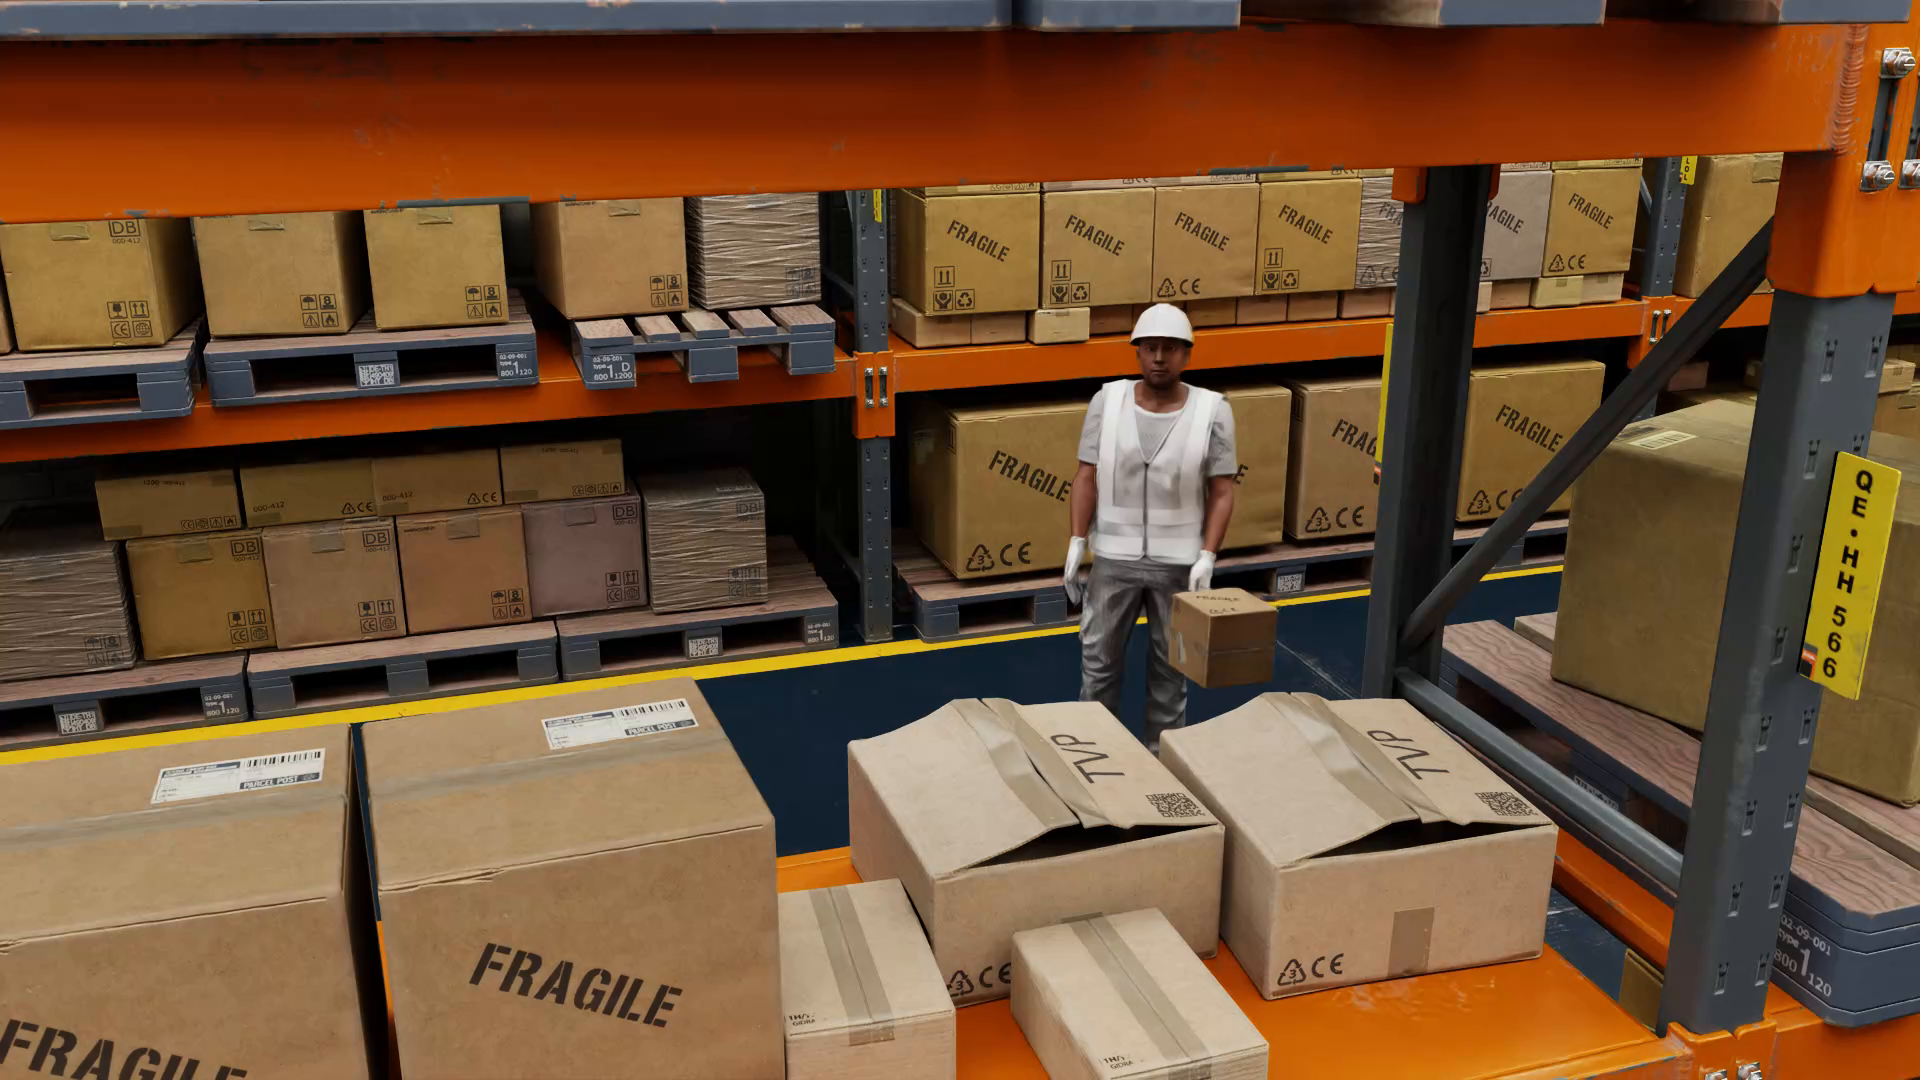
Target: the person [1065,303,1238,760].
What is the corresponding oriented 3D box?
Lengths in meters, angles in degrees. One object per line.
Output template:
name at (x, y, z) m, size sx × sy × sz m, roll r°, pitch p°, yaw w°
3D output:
person at (0.653, 0.093, 5.743) m, size 0.563 × 1.787 × 0.559 m, roll 4°, pitch 19°, yaw 11°
